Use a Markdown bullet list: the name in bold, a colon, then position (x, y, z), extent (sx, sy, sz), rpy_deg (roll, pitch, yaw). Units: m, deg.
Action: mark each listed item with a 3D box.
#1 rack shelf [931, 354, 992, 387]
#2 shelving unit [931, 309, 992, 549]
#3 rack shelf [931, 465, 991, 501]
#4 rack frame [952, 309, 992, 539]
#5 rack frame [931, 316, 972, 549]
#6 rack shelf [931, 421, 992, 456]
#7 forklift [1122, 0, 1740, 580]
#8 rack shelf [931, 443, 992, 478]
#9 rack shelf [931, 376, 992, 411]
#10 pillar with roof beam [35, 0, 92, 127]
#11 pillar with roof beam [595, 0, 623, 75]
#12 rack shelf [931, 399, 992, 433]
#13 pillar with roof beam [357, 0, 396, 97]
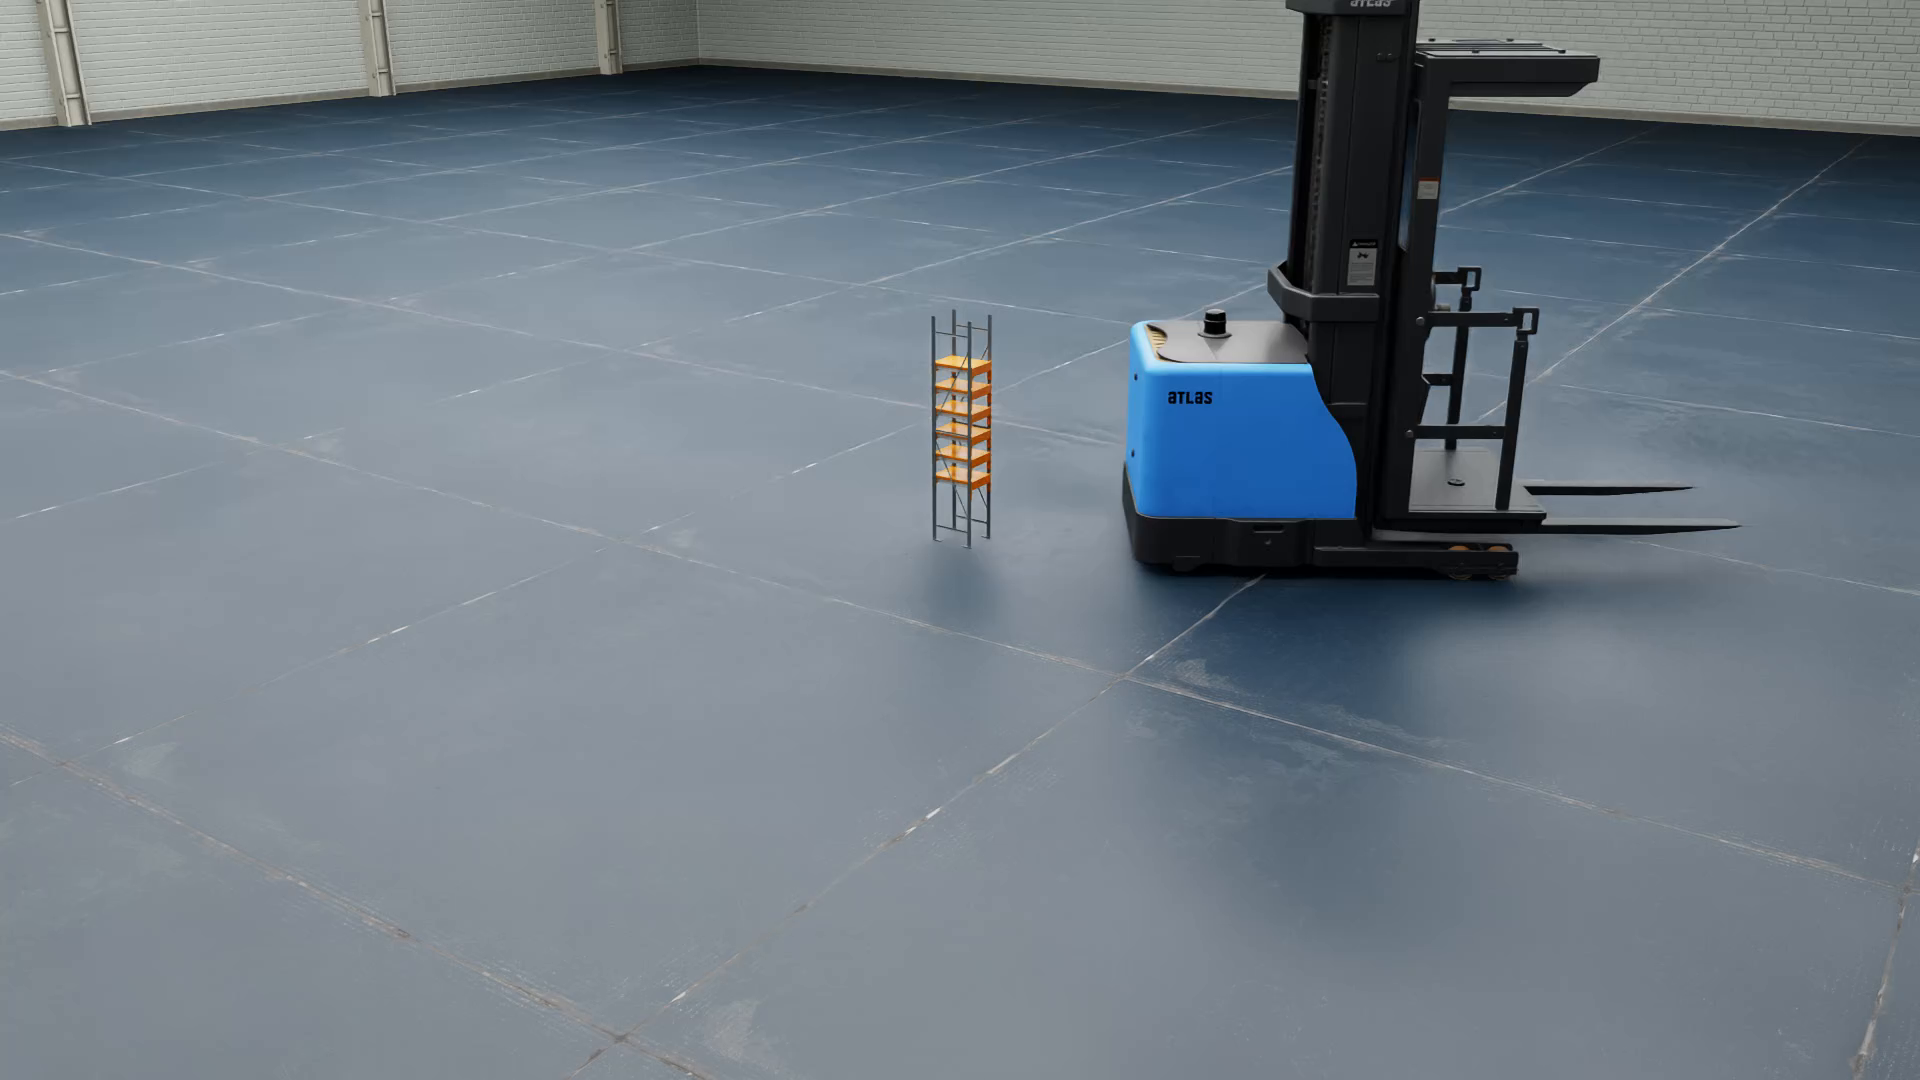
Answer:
- **rack shelf**: position (0.008, -0.863, 8.459), extent (0.258, 0.103, 0.180), rpy_deg (13, 24, 32)
- **shelving unit**: position (0.008, -0.567, 8.568), extent (0.258, 1.200, 0.189), rpy_deg (13, 24, 32)
- **rack shelf**: position (0.008, -0.300, 8.667), extent (0.258, 0.103, 0.180), rpy_deg (13, 24, 32)
- **rack frame**: position (0.060, -0.593, 8.639), extent (0.240, 1.200, 0.006), rpy_deg (13, 24, 32)
- **rack frame**: position (-0.043, -0.541, 8.497), extent (0.240, 1.200, 0.006), rpy_deg (13, 24, 32)
- **rack shelf**: position (0.008, -0.525, 8.583), extent (0.258, 0.103, 0.180), rpy_deg (13, 24, 32)
- **forklift**: position (2.397, -1.362, 8.223), extent (3.031, 2.935, 1.130), rpy_deg (0, 20, 1)
- **rack shelf**: position (0.008, -0.413, 8.625), extent (0.258, 0.103, 0.180), rpy_deg (13, 24, 32)
- **rack shelf**: position (0.008, -0.750, 8.500), extent (0.258, 0.103, 0.180), rpy_deg (13, 24, 32)
- **pillar with roof beam**: position (-10.792, -10.113, 23.133), extent (9.100, 9.000, 0.400), rpy_deg (13, 24, 32)
- **pillar with roof beam**: position (-4.047, -13.556, 32.441), extent (9.100, 9.000, 0.400), rpy_deg (13, 24, 32)
- **rack shelf**: position (0.008, -0.638, 8.542), extent (0.258, 0.103, 0.180), rpy_deg (13, 24, 32)
- **pillar with roof beam**: position (-7.420, -11.834, 27.787), extent (9.100, 9.000, 0.400), rpy_deg (13, 24, 32)
